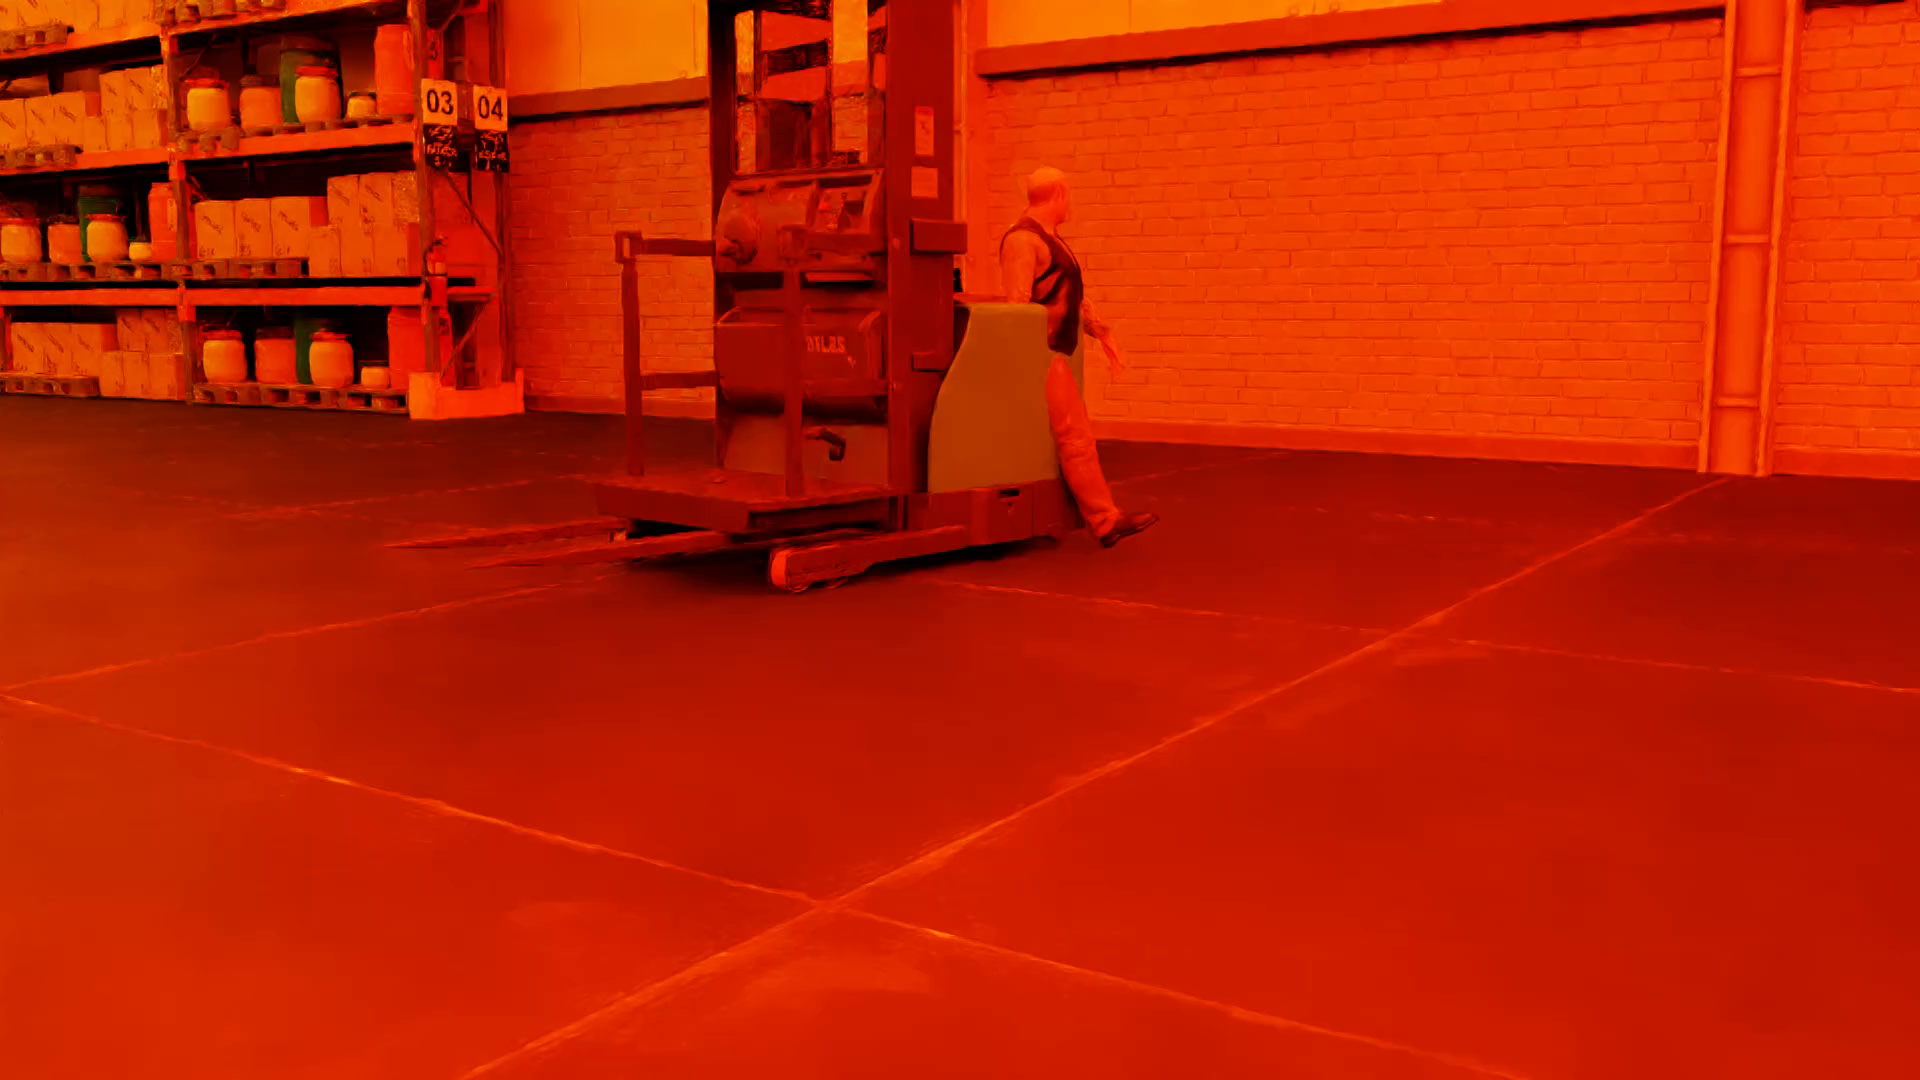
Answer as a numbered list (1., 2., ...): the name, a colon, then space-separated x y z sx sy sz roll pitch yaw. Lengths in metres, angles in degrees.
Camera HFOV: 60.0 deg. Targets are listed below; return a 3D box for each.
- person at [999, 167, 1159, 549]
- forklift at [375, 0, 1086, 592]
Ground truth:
1. person: 0.450 -0.803 7.348 0.903 1.666 0.685 2 8 12
2. forklift: -0.801 -1.335 6.584 1.130 2.935 3.031 7 11 42
